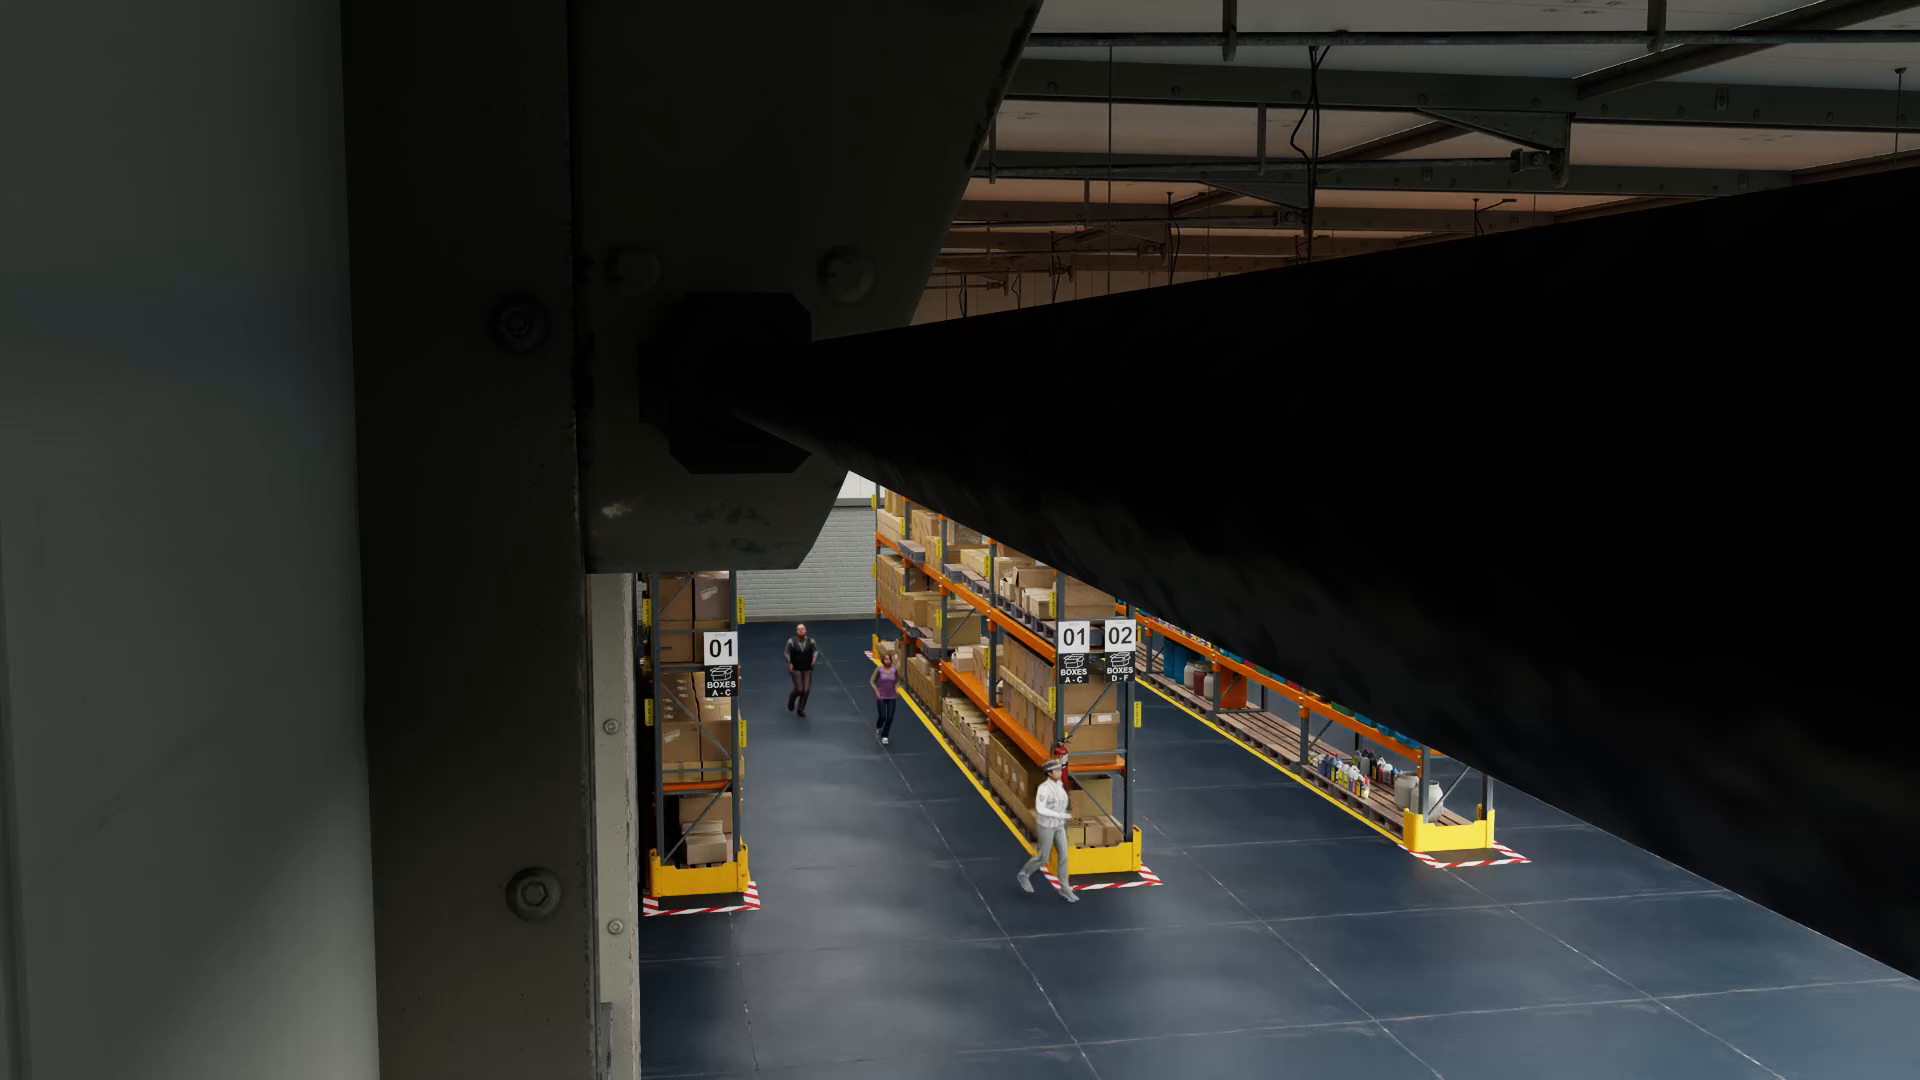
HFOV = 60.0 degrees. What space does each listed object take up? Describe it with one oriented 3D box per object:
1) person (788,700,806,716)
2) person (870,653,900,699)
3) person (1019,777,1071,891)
[{"bbox_3d":[-2.996,3.024,30.512,0.282,0.386,0.417,-2,6,-18],"label":"person"},{"bbox_3d":[-1.234,2.282,28.006,0.517,0.757,0.432,-2,6,-16],"label":"person"},{"bbox_3d":[1.036,3.511,19.959,0.654,1.373,0.632,4,7,37],"label":"person"}]
